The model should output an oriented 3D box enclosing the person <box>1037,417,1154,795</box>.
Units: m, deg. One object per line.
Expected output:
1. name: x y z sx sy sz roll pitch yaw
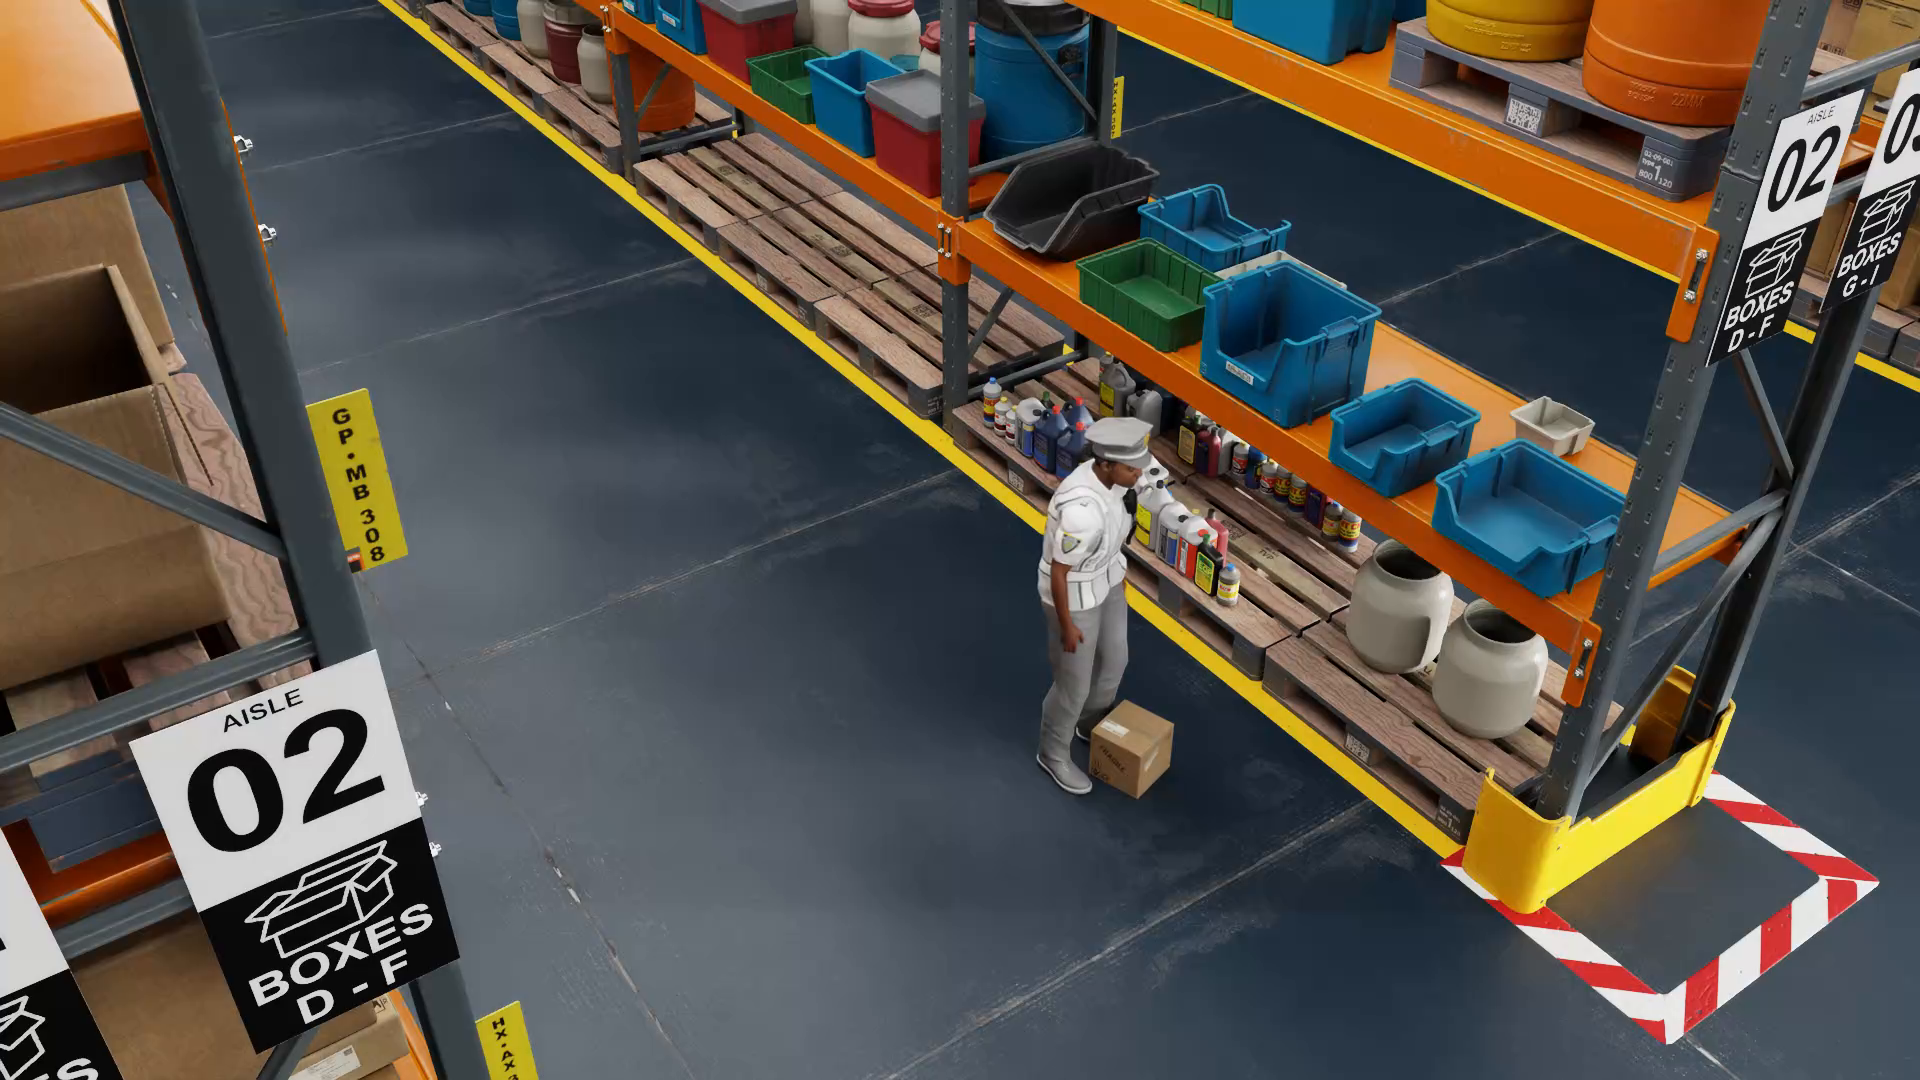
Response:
1. person: 0.535 0.241 6.677 0.427 1.658 0.522 21 42 26
